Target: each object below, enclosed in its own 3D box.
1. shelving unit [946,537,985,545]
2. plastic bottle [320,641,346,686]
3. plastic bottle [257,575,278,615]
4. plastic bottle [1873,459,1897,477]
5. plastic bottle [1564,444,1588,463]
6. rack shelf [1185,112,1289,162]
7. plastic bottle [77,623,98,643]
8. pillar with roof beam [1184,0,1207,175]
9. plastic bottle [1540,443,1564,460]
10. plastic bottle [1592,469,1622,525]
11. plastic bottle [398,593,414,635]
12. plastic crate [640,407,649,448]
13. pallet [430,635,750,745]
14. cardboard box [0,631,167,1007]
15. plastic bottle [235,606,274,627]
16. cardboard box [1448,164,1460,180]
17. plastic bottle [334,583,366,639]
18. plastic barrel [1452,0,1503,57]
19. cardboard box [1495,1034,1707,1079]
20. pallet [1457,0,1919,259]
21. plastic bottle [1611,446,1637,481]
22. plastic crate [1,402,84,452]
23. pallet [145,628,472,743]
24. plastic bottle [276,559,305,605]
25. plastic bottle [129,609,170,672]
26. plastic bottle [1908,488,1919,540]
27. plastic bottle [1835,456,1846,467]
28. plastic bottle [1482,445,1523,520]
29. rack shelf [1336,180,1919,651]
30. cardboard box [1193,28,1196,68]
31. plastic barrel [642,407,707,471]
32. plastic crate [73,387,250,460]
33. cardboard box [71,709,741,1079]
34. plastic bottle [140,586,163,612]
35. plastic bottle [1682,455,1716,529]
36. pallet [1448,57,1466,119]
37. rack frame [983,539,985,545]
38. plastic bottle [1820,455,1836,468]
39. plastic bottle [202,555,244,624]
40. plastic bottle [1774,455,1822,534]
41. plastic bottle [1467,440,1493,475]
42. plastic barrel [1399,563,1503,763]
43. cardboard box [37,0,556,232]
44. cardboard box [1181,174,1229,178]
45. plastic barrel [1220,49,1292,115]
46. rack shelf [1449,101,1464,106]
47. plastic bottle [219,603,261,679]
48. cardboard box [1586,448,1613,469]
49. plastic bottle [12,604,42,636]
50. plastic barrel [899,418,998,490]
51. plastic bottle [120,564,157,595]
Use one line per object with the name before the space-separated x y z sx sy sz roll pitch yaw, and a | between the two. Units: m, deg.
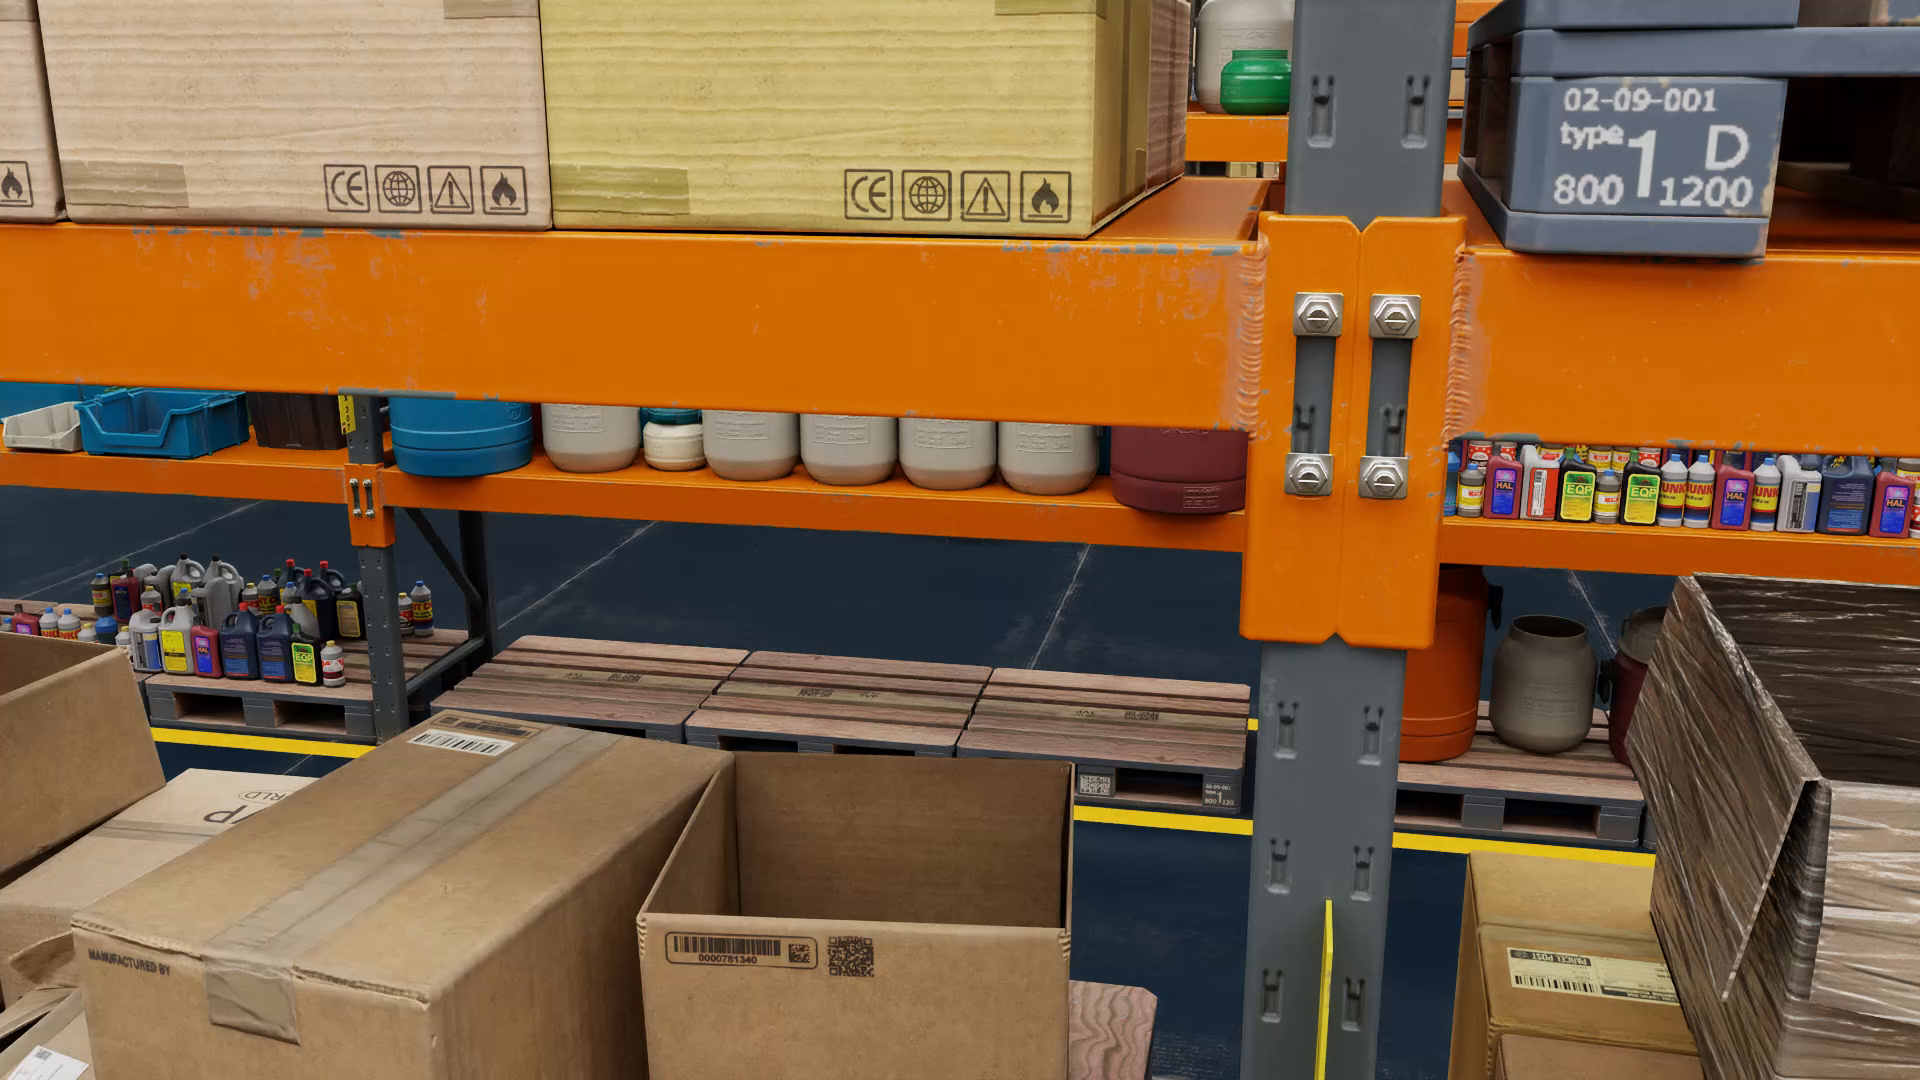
shelving unit | 0.052 -0.503 10.842 0.252 1.050 0.215 3 16 11
plastic bottle | -2.919 0.569 7.736 0.097 0.201 0.097 0 15 0
plastic bottle | -3.546 0.314 8.527 0.097 0.271 0.097 0 15 0
plastic bottle | 3.439 -0.166 6.214 0.097 0.271 0.097 0 15 0
plastic bottle | 2.617 -0.401 7.062 0.097 0.271 0.097 0 15 0
rack shelf | -0.541 -1.622 6.957 4.000 0.370 1.077 3 16 11
plastic bottle | -4.175 0.501 7.982 0.097 0.201 0.097 0 15 0
pillar with roof beam | 1.434 -5.069 12.434 0.400 9.000 9.100 3 16 11
plastic bottle | 2.522 -0.372 7.090 0.097 0.201 0.097 0 15 0
plastic bottle | 2.471 -0.168 6.353 0.097 0.201 0.097 0 15 0
plastic bottle | -2.826 0.370 8.455 0.097 0.201 0.097 0 15 0
plastic crate | -1.358 -0.645 7.730 0.575 0.384 0.392 3 16 11
pallet | -1.724 0.746 7.904 1.213 0.211 1.003 3 16 11
cardboard box | -1.771 0.482 2.653 0.637 0.503 0.797 5 16 17
plastic bottle | -3.373 0.462 7.984 0.135 0.276 0.152 3 16 11
cardboard box | 4.804 -3.425 15.552 0.500 0.250 0.500 3 16 11
plastic bottle | -3.069 0.354 8.360 0.133 0.283 0.061 3 16 11
plastic barrel | 1.974 -2.241 6.252 0.708 0.830 0.600 3 16 11
cardboard box | 0.854 0.928 1.836 0.500 0.500 0.500 4 16 13
pallet | 1.073 -0.455 1.751 1.003 0.211 1.213 4 16 14
plastic bottle | 2.808 -0.357 7.033 0.097 0.201 0.097 0 15 0
plastic crate | -4.143 -0.523 7.754 0.437 0.136 0.530 3 16 11
pallet | -3.151 0.668 8.186 1.213 0.211 1.003 3 16 11
plastic bottle | -3.394 0.273 8.524 0.185 0.351 0.144 2 16 9
plastic bottle | -3.853 0.475 7.936 0.135 0.276 0.152 3 16 12
plastic bottle | 3.557 -0.109 6.140 0.097 0.201 0.097 0 15 0
plastic bottle | 3.623 -0.346 6.865 0.097 0.271 0.097 0 15 0
plastic bottle | 2.091 -0.224 6.399 0.133 0.283 0.061 3 16 11
rack shelf | 2.392 -0.114 1.512 4.000 0.370 1.077 3 16 11
cardboard box | 1.436 -3.321 11.236 0.500 0.250 0.500 4 16 13
plastic barrel | -1.235 -0.452 7.265 0.301 0.262 0.301 0 15 0
plastic crate | -3.640 -0.546 7.622 0.616 0.251 0.499 3 16 11
cardboard box | -0.672 0.607 2.209 0.500 0.500 0.700 6 16 19
plastic bottle | -4.163 0.339 8.568 0.097 0.201 0.097 0 15 0
plastic bottle | 2.792 -0.185 6.281 0.097 0.271 0.097 0 15 0
pallet | 2.149 -1.705 6.263 1.213 0.211 1.003 3 16 11
rack frame | 0.172 -0.497 10.818 0.008 1.050 0.200 3 16 11
plastic bottle | 3.498 -0.314 6.747 0.097 0.271 0.097 0 15 0
plastic bottle | -3.811 0.251 8.605 0.185 0.351 0.144 3 16 11
plastic bottle | 3.137 -0.176 6.239 0.135 0.276 0.152 3 16 11
plastic bottle | 2.236 -0.388 7.146 0.097 0.201 0.097 0 15 0
plastic barrel | 1.902 0.448 7.033 0.708 0.830 0.600 3 16 11
cardboard box | -0.572 -0.478 1.762 0.500 0.250 0.500 3 16 11
cardboard box | 2.377 -3.314 16.324 0.500 0.500 0.700 2 16 6
plastic barrel | 1.167 -1.787 6.497 0.294 0.245 0.294 0 15 0
rack shelf | 4.369 -2.705 10.866 4.000 0.370 1.077 3 16 11
plastic bottle | -3.378 0.466 7.829 0.185 0.351 0.144 2 16 8
cardboard box | 4.316 -0.540 11.181 0.500 0.500 0.500 3 16 9
plastic bottle | -4.488 0.449 8.015 0.133 0.283 0.061 3 16 12
plastic barrel | -0.045 -0.492 6.939 0.421 0.512 0.421 0 15 0
plastic bottle | -4.292 0.262 8.706 0.135 0.276 0.152 3 16 12
